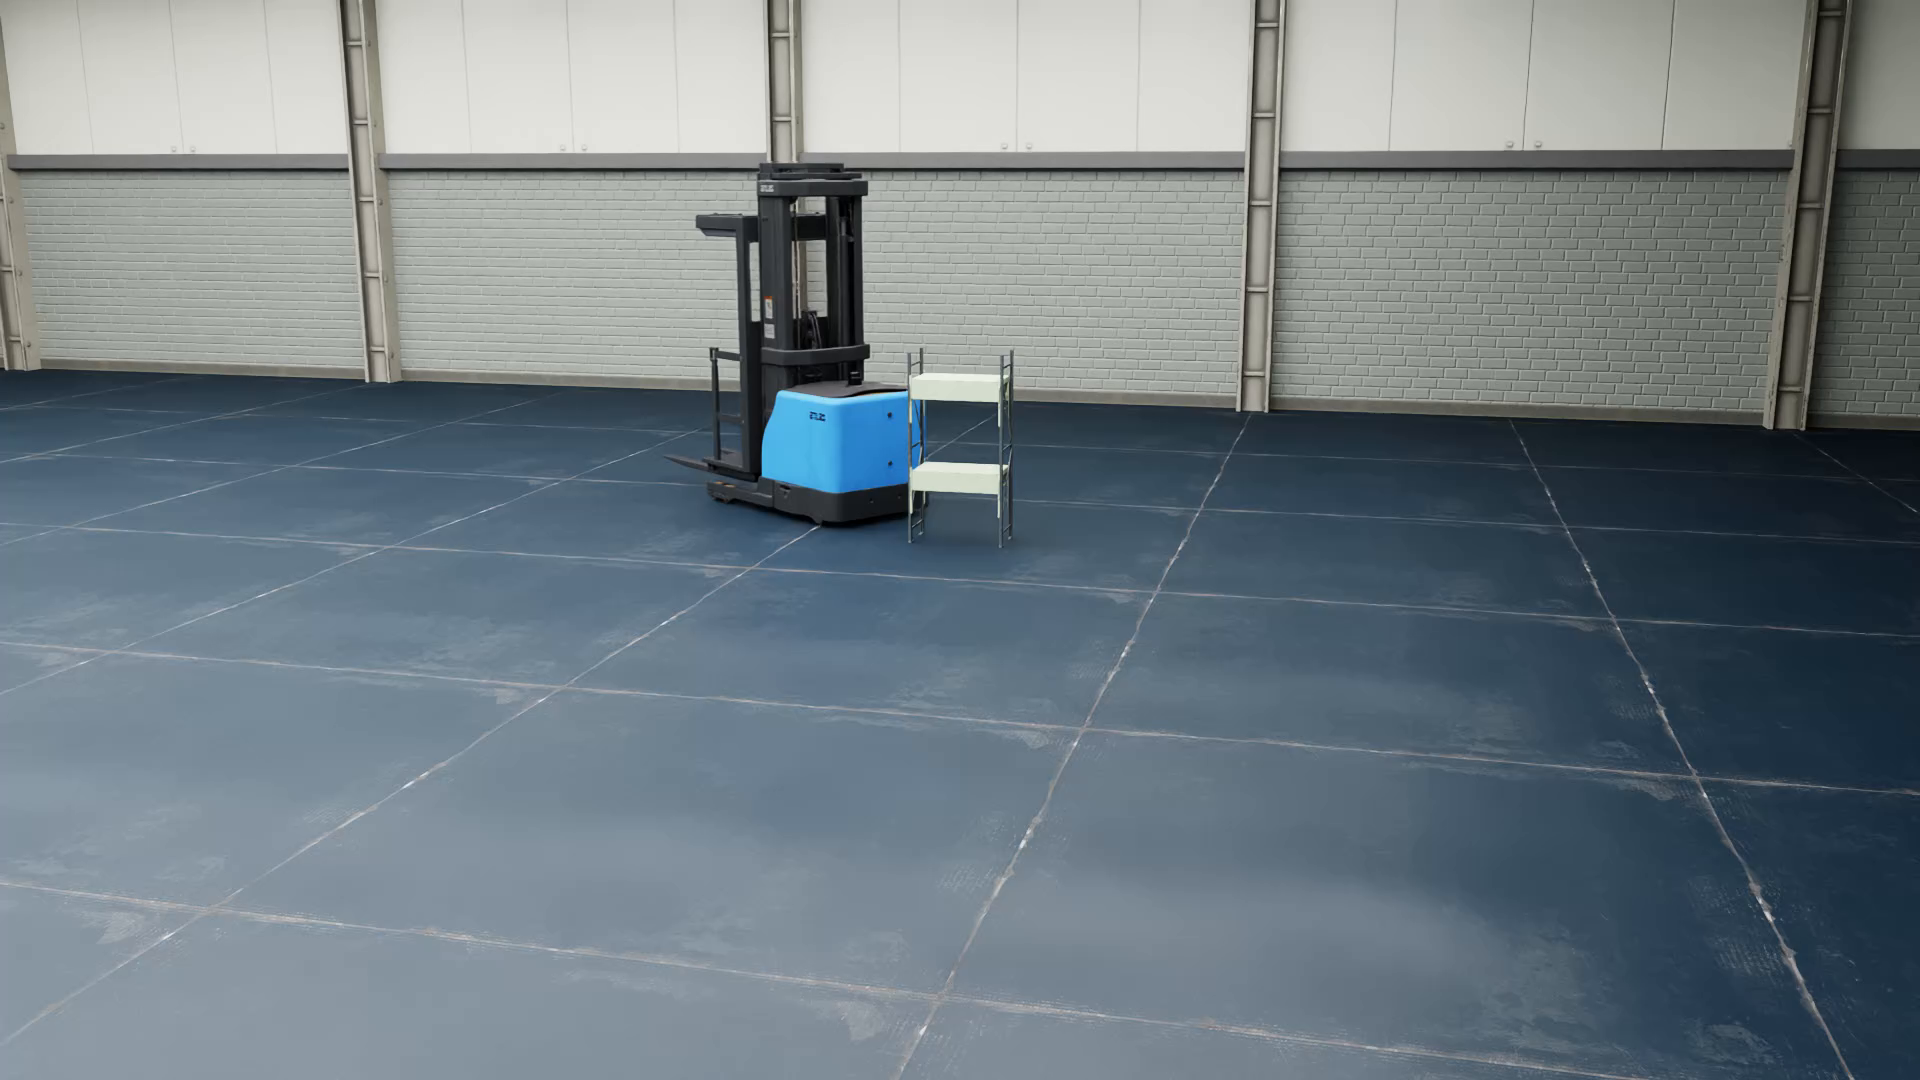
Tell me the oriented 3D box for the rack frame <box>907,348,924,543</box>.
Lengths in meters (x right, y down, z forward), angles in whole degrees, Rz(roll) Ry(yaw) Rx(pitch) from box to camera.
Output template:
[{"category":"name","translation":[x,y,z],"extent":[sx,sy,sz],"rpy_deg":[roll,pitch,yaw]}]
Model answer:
[{"category":"rack frame","translation":[-0.349,-0.751,13.155],"extent":[0.023,1.500,0.400],"rpy_deg":[3,13,14]}]

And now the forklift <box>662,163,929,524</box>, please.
[{"category":"forklift","translation":[-1.606,-1.819,14.665],"extent":[1.130,2.935,3.031],"rpy_deg":[-11,16,-39]}]

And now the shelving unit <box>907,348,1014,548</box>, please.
[{"category":"shelving unit","translation":[0.006,-0.732,13.070],"extent":[0.755,1.500,0.431],"rpy_deg":[3,13,14]}]

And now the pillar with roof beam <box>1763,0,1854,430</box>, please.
[{"category":"pillar with roof beam","translation":[8.396,-4.774,13.975],"extent":[0.400,9.000,9.100],"rpy_deg":[3,13,14]}]

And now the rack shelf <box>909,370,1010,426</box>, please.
[{"category":"rack shelf","translation":[0.006,-1.113,12.985],"extent":[0.720,0.370,0.431],"rpy_deg":[3,13,14]}]

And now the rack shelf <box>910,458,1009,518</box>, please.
[{"category":"rack shelf","translation":[0.006,-0.414,13.140],"extent":[0.720,0.370,0.431],"rpy_deg":[3,13,14]}]

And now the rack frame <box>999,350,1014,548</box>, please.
[{"category":"rack frame","translation":[0.362,-0.713,12.984],"extent":[0.023,1.500,0.400],"rpy_deg":[3,13,14]}]

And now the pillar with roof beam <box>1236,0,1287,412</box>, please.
[{"category":"pillar with roof beam","translation":[2.570,-5.085,15.379],"extent":[0.400,9.000,9.100],"rpy_deg":[3,13,14]}]

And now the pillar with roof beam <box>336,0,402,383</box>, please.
[{"category":"pillar with roof beam","translation":[-9.080,-5.708,18.186],"extent":[0.400,9.000,9.100],"rpy_deg":[3,13,14]}]

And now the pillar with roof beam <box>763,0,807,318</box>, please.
[{"category":"pillar with roof beam","translation":[-3.255,-5.397,16.782],"extent":[0.400,9.000,9.100],"rpy_deg":[3,13,14]}]

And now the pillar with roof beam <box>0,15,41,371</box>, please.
[{"category":"pillar with roof beam","translation":[-14.905,-6.019,19.589],"extent":[0.400,9.000,9.100],"rpy_deg":[3,13,14]}]
